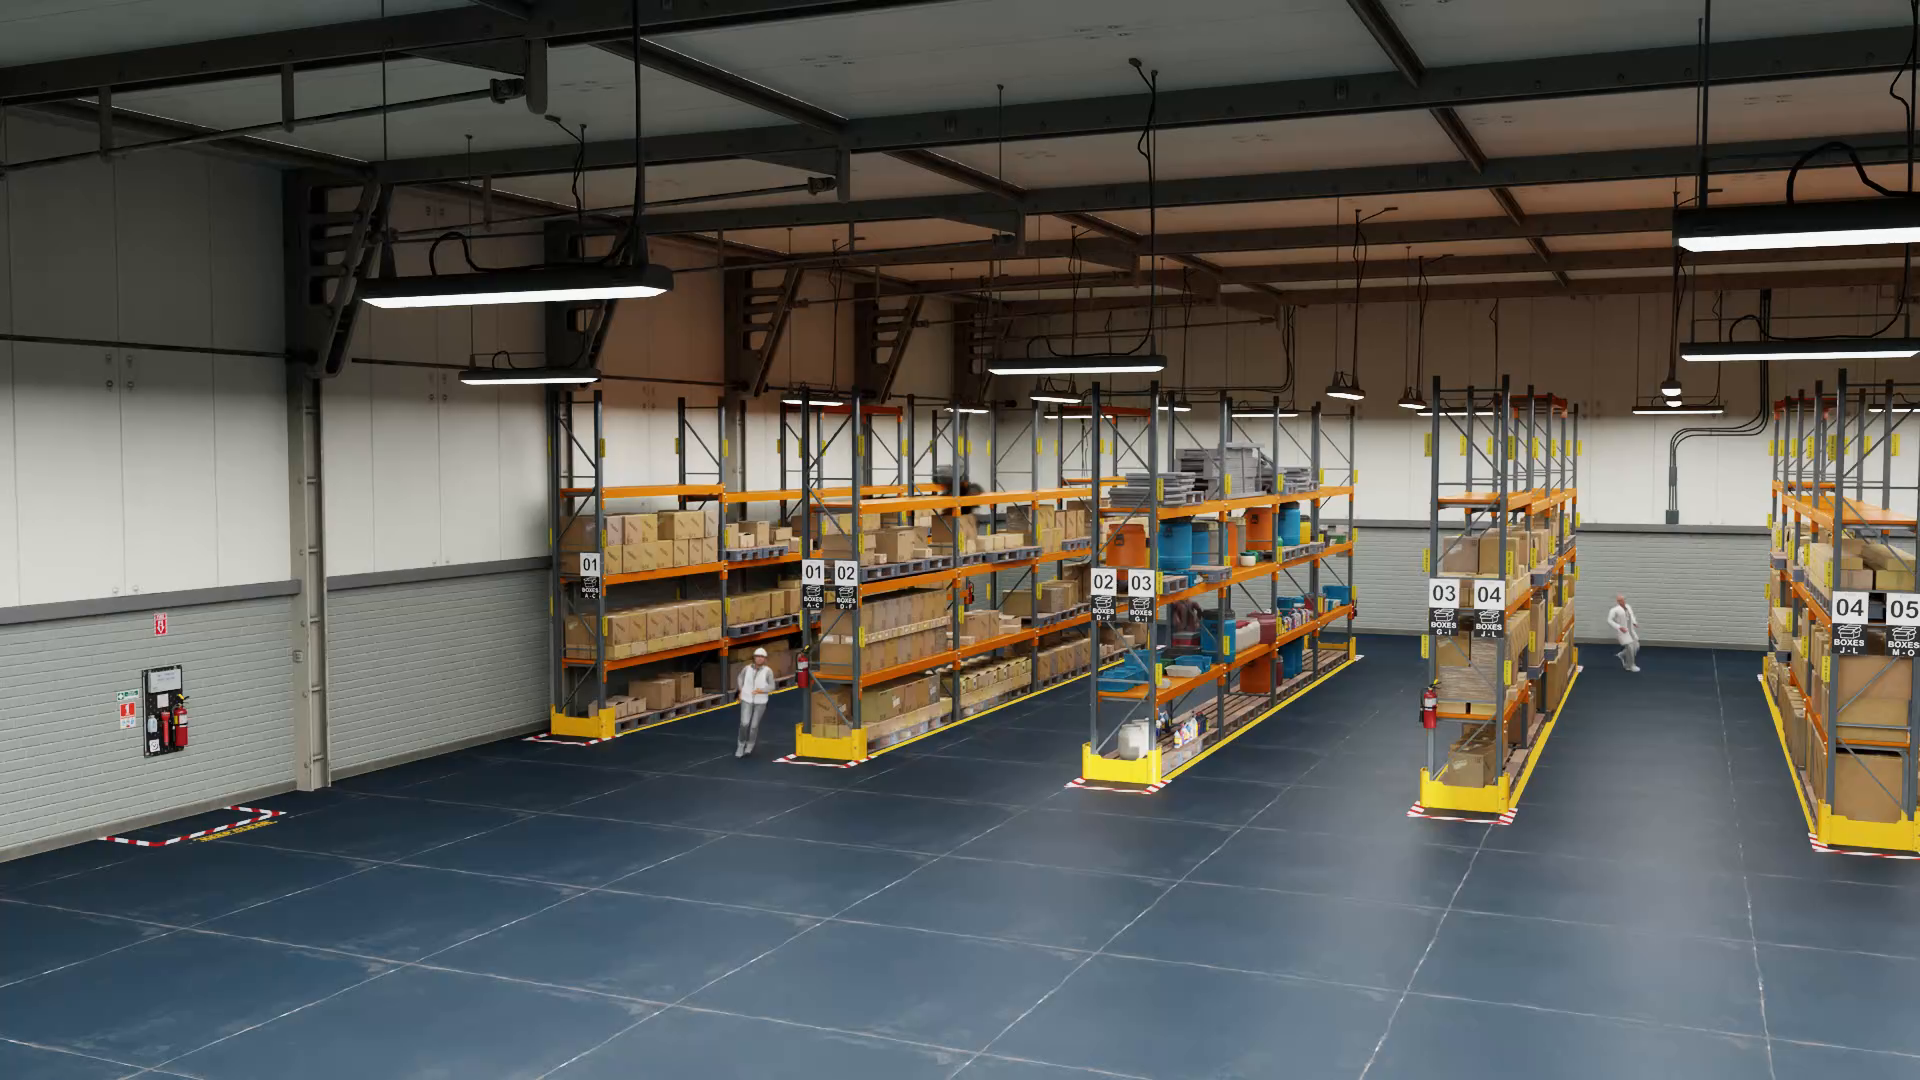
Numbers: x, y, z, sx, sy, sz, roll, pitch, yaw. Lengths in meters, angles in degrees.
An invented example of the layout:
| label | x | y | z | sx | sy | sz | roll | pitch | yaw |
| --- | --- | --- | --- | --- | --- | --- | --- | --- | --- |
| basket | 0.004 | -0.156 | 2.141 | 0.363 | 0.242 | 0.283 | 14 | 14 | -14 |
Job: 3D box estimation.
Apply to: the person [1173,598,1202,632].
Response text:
| label | x | y | z | sx | sy | sz | roll | pitch | yaw |
| --- | --- | --- | --- | --- | --- | --- | --- | --- | --- |
| person | 5.207 | 2.029 | 38.460 | 0.694 | 1.714 | 0.708 | 1 | 3 | 20 |

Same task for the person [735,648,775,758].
| label | x | y | z | sx | sy | sz | roll | pitch | yaw |
| --- | --- | --- | --- | --- | --- | --- | --- | --- | --- |
| person | -3.334 | 2.644 | 27.062 | 0.657 | 1.790 | 0.676 | 0 | 3 | -5 |

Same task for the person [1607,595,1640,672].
| label | x | y | z | sx | sy | sz | roll | pitch | yaw |
| --- | --- | --- | --- | --- | --- | --- | --- | --- | --- |
| person | 14.873 | 2.086 | 37.341 | 0.766 | 1.721 | 0.608 | -1 | 3 | -24 |
